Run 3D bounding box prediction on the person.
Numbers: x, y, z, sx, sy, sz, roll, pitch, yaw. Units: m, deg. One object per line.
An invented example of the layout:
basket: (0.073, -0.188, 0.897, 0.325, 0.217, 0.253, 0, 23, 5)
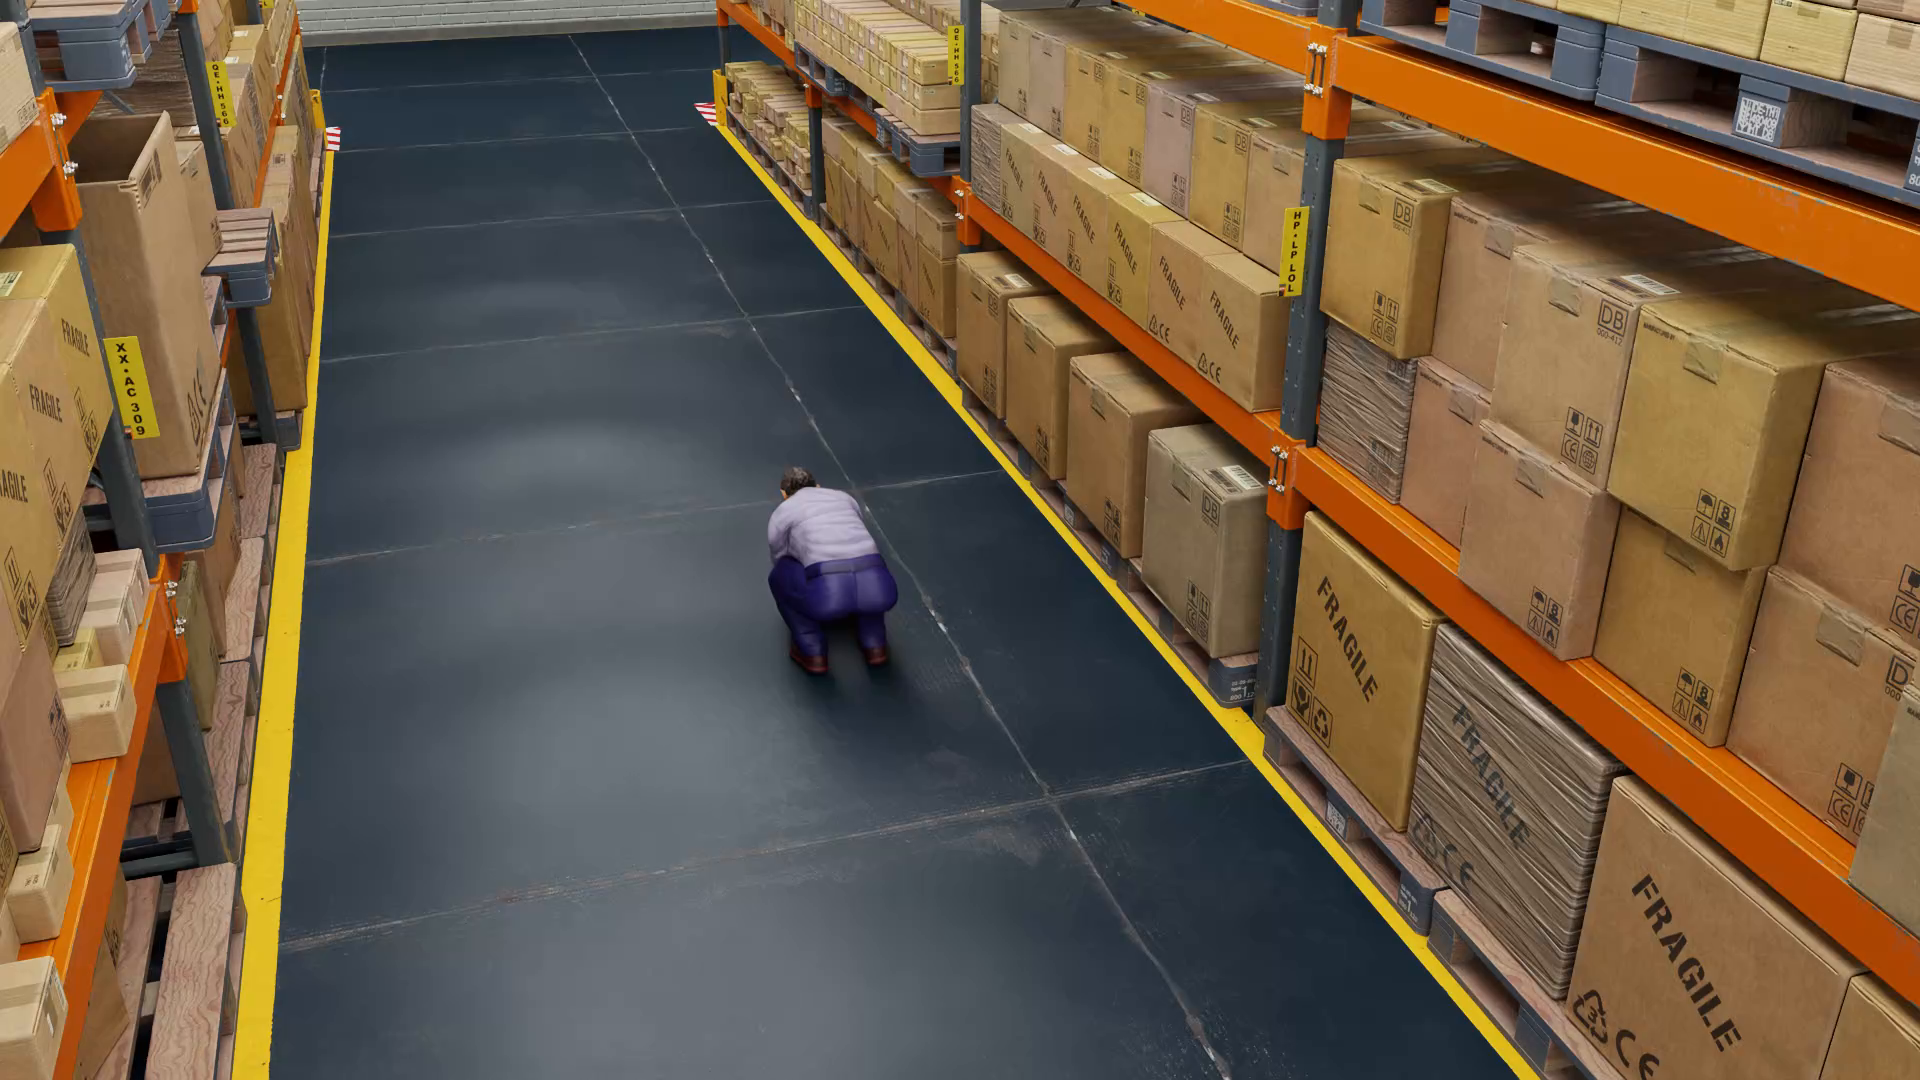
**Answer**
person: (-0.587, 0.151, 7.408, 0.515, 0.784, 0.866, -9, 28, -17)
